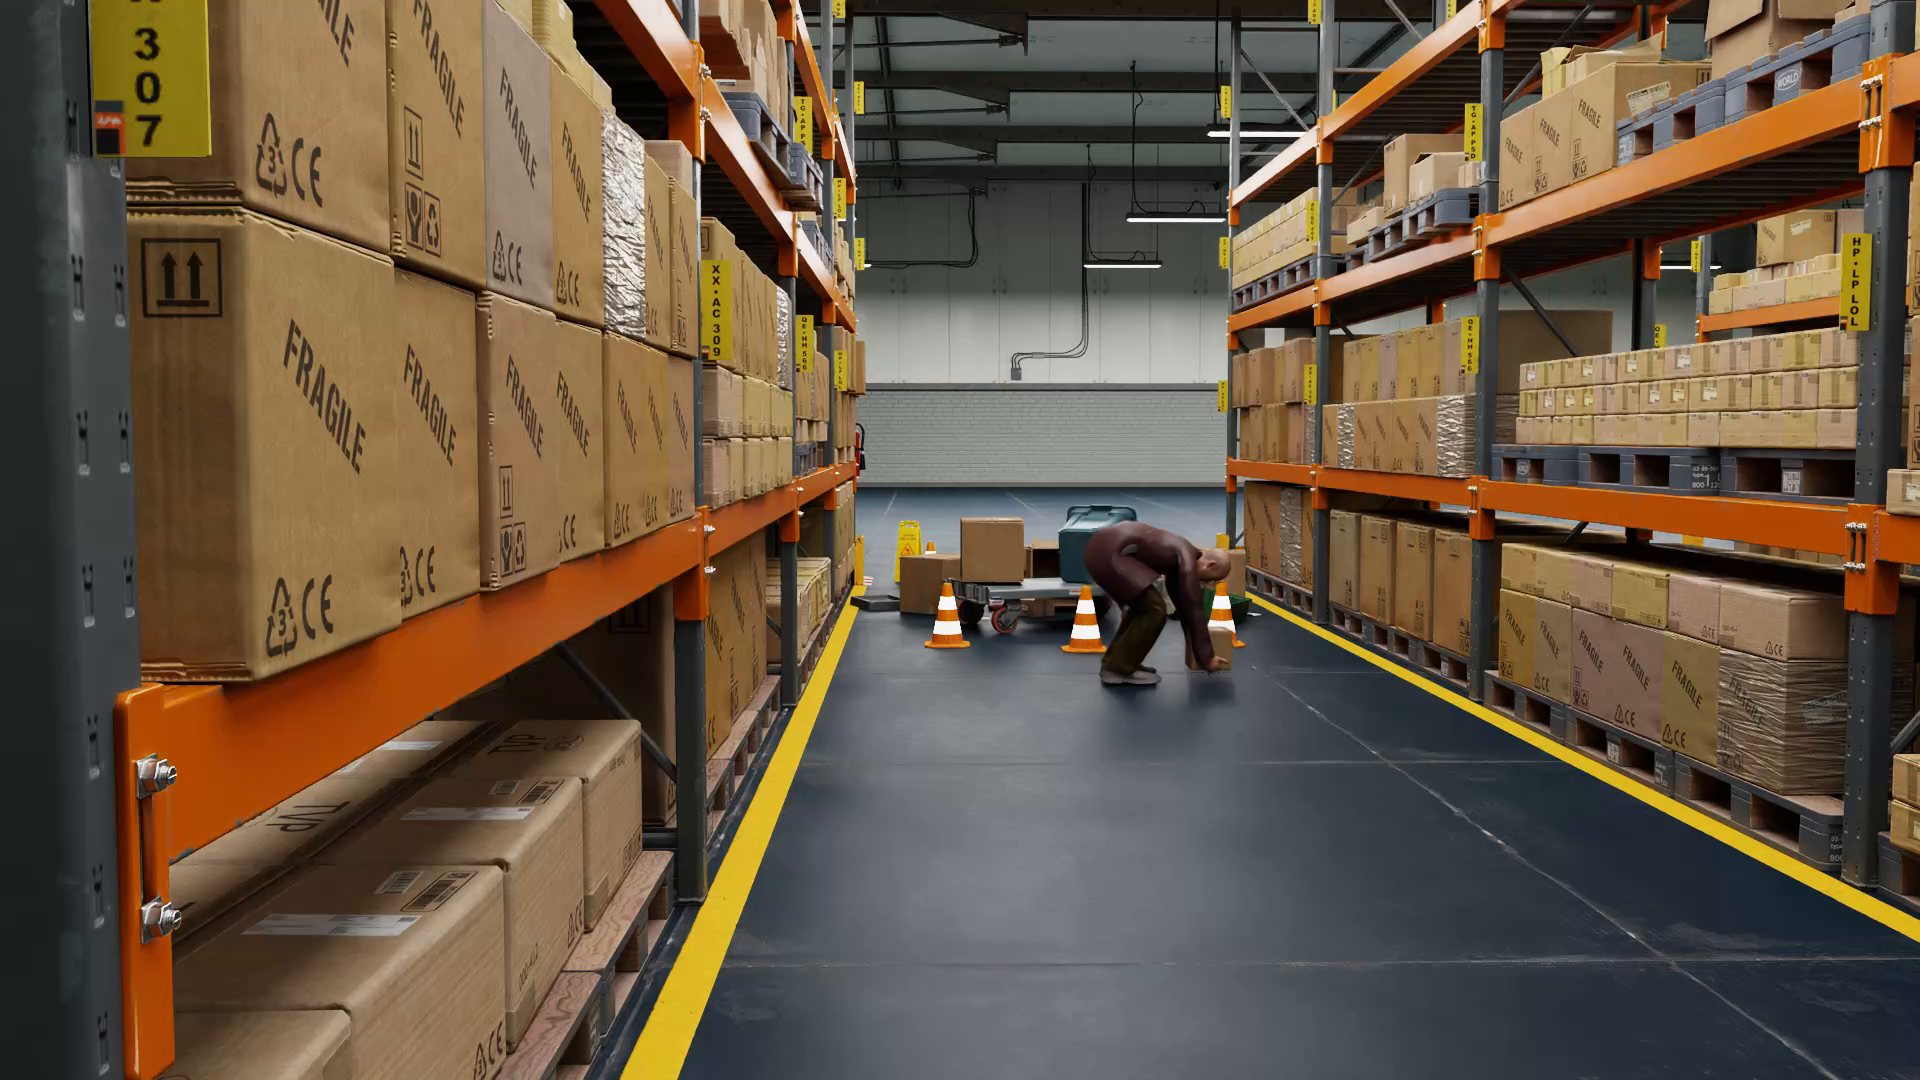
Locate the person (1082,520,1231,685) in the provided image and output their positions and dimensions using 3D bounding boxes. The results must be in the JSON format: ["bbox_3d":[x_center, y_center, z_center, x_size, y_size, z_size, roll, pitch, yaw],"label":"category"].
[{"bbox_3d":[1.249,0.387,10.526,0.943,1.023,0.588,0,4,-4],"label":"person"}]
